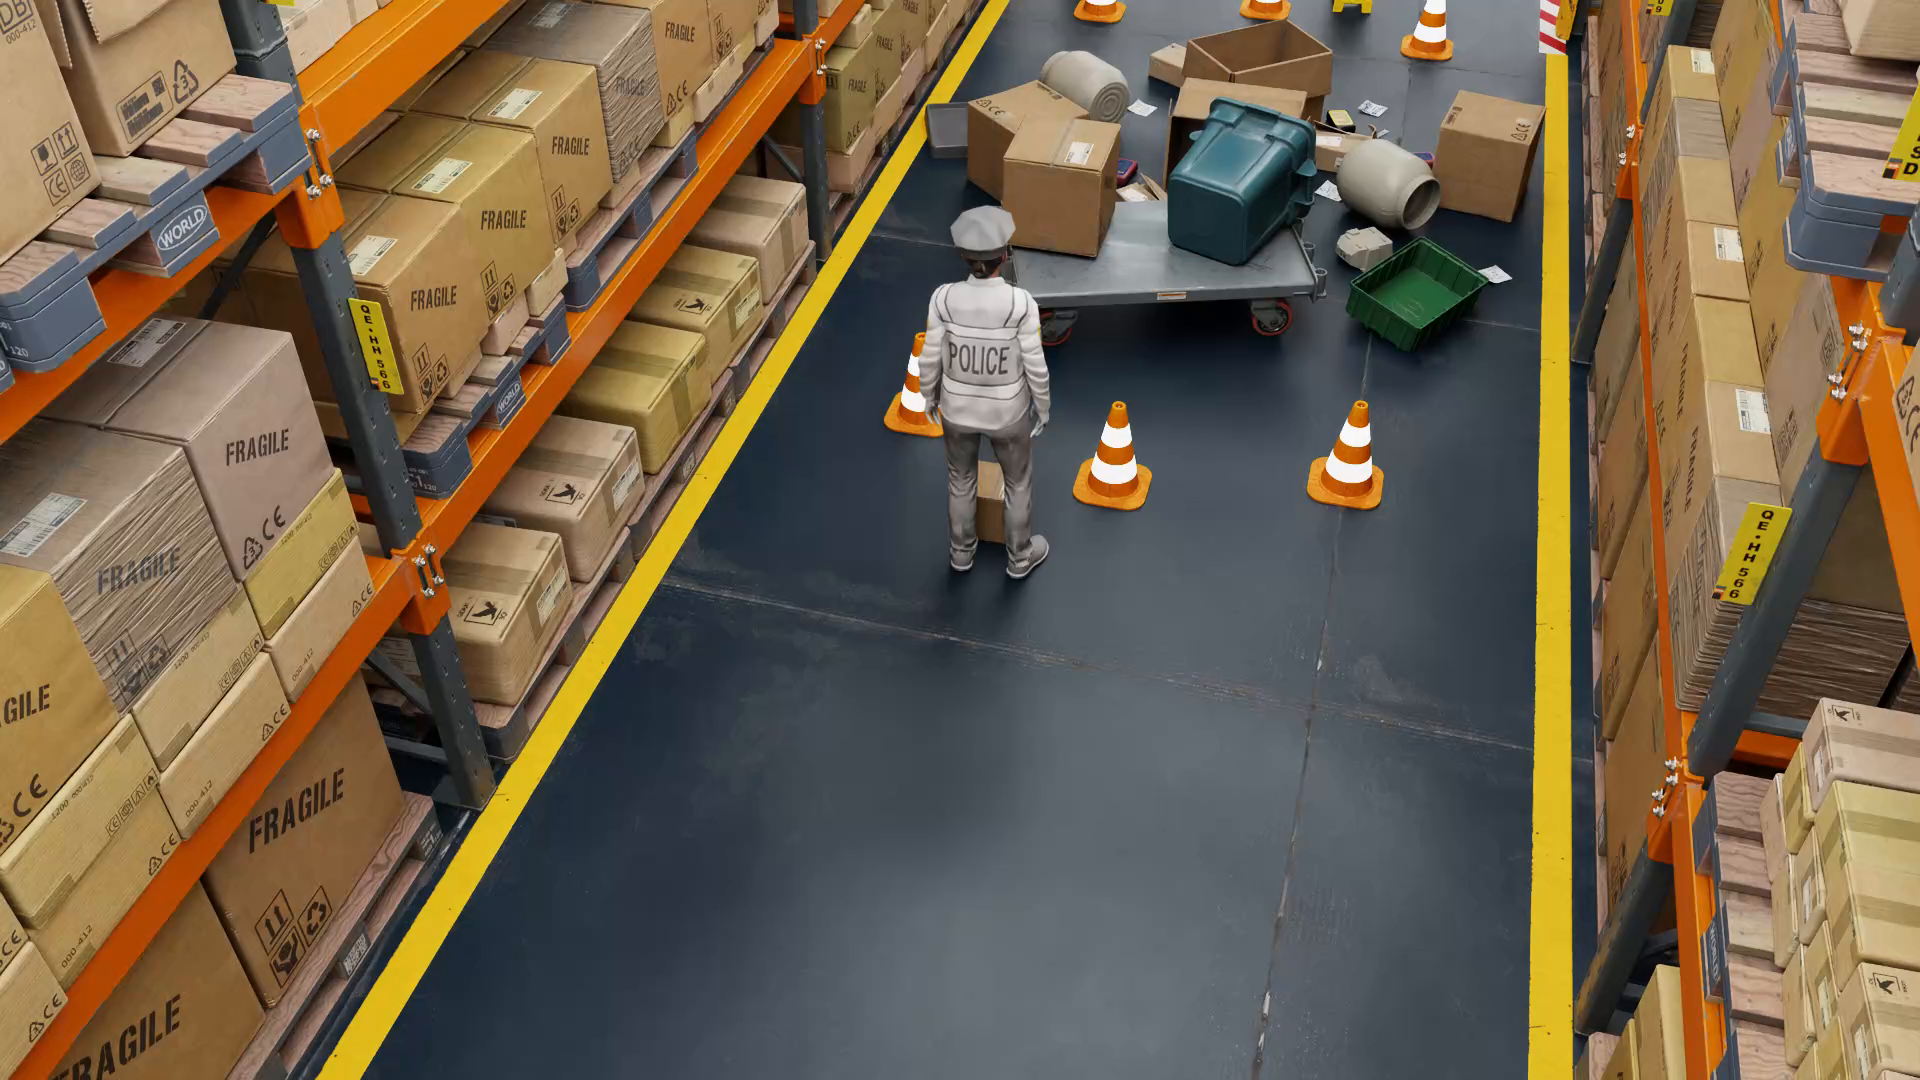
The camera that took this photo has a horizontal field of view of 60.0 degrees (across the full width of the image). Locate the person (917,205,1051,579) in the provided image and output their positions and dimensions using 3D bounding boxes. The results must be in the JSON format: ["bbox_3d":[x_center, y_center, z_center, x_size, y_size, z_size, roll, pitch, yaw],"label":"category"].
[{"bbox_3d":[0.104,-0.544,6.774,0.547,1.666,0.370,8,42,9],"label":"person"}]
